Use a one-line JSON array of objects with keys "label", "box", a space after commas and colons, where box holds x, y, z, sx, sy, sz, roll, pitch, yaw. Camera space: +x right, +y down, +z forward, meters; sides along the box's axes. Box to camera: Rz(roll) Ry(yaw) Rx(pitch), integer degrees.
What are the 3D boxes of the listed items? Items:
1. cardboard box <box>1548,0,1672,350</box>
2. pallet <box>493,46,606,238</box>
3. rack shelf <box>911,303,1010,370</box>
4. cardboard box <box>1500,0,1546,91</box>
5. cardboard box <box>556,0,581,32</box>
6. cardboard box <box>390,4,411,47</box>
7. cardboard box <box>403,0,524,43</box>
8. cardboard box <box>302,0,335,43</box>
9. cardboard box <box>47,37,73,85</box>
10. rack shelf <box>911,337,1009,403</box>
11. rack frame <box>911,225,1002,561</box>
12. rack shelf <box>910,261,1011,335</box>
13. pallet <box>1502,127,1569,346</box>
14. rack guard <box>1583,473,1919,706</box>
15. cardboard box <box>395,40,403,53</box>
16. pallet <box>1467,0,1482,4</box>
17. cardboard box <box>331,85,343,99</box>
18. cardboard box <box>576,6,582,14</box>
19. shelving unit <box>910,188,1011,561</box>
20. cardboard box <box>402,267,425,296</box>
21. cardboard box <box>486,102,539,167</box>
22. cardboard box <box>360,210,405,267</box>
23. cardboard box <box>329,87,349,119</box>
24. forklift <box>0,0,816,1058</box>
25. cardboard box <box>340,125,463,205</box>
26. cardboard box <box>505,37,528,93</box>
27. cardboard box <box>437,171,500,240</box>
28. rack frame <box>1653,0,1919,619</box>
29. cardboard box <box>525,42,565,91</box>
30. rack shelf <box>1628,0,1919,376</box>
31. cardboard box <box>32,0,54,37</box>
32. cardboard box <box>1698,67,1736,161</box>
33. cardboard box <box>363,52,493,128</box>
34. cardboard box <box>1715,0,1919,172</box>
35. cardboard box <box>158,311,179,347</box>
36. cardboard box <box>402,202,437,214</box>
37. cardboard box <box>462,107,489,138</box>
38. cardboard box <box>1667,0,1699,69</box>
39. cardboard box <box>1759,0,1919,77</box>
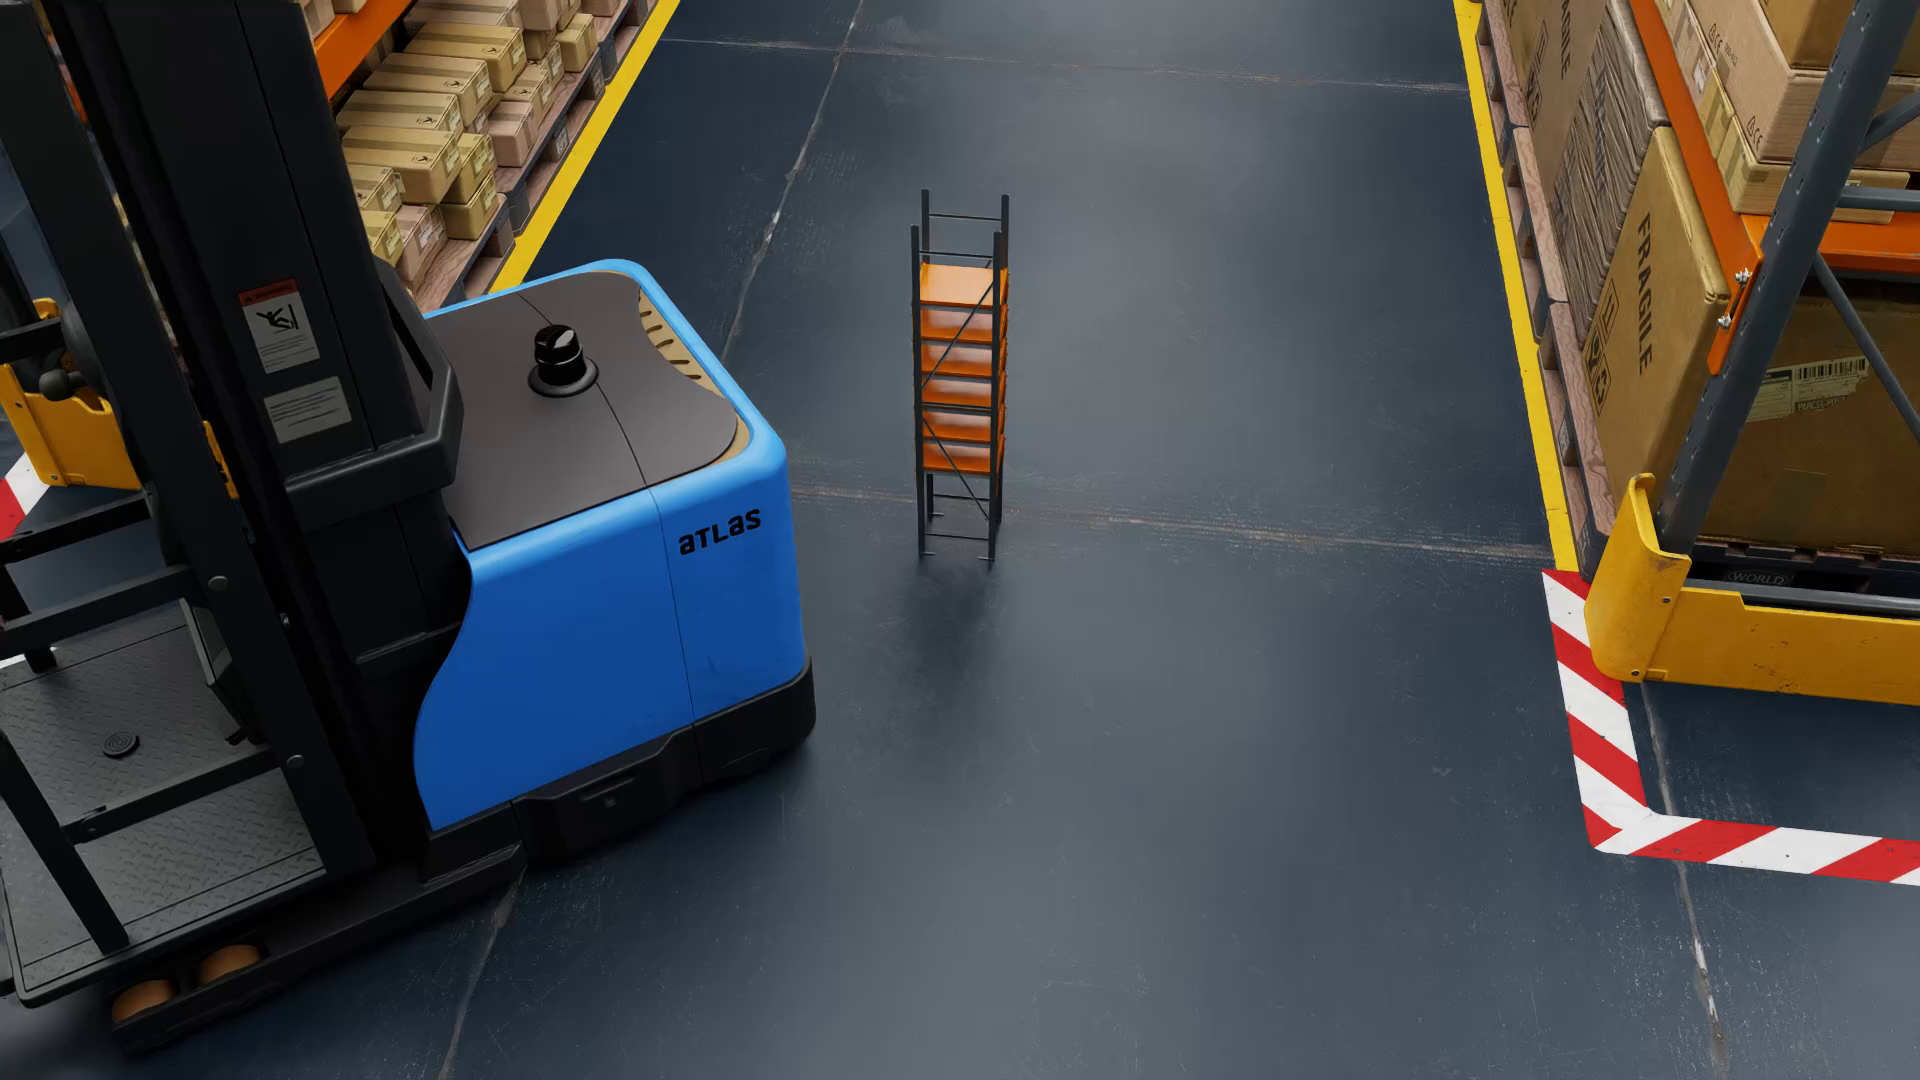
[{"label": "cardboard box", "box": [2.579, -1.212, 5.588, 0.875, 0.875, 0.875, 5, 44, 6]}, {"label": "pallet", "box": [-2.133, -1.706, 6.898, 1.003, 0.211, 1.213, 5, 44, 6]}, {"label": "rack shelf", "box": [0.002, -0.588, 4.713, 0.258, 0.103, 0.180, 5, 44, 6]}, {"label": "cardboard box", "box": [2.816, -2.432, 6.877, 0.875, 0.875, 0.875, 5, 44, 6]}, {"label": "cardboard box", "box": [-1.833, -2.288, 7.036, 0.380, 0.149, 0.250, 6, 44, 7]}, {"label": "cardboard box", "box": [-2.403, -2.068, 6.587, 0.380, 0.149, 0.250, 5, 44, 6]}, {"label": "cardboard box", "box": [-1.950, -2.025, 6.543, 0.380, 0.149, 0.250, 5, 44, 6]}, {"label": "cardboard box", "box": [-2.089, -1.564, 4.903, 0.380, 0.149, 0.250, 7, 44, 7]}, {"label": "cardboard box", "box": [-2.686, -1.444, 4.776, 0.380, 0.149, 0.250, 5, 44, 6]}, {"label": "rack shelf", "box": [0.002, -0.500, 4.796, 0.258, 0.103, 0.180, 5, 44, 6]}, {"label": "rack frame", "box": [-0.010, -0.383, 4.782, 0.240, 1.200, 0.006, 5, 44, 6]}, {"label": "rack shelf", "box": [0.002, -0.675, 4.631, 0.258, 0.103, 0.180, 5, 44, 6]}, {"label": "pallet", "box": [2.646, -1.136, 6.296, 1.003, 0.211, 1.213, 5, 44, 6]}, {"label": "rack guard", "box": [2.451, 0.157, 4.721, 1.175, 0.500, 0.348, 5, 44, 6]}, {"label": "cardboard box", "box": [-2.479, -1.970, 6.700, 0.380, 0.149, 0.250, 6, 44, 6]}, {"label": "pallet", "box": [3.010, -3.014, 8.279, 1.003, 0.211, 1.213, 5, 44, 6]}, {"label": "cardboard box", "box": [-2.555, -1.717, 6.217, 0.380, 0.149, 0.250, 7, 44, 7]}, {"label": "cardboard box", "box": [-1.878, -2.308, 7.274, 0.380, 0.149, 0.250, 4, 44, 4]}, {"label": "shelving unit", "box": [0.002, -0.446, 4.848, 0.258, 1.200, 0.189, 5, 44, 6]}, {"label": "cardboard box", "box": [-2.109, -0.918, 5.806, 0.380, 0.149, 0.250, 5, 44, 5]}, {"label": "cardboard box", "box": [-1.882, -1.597, 6.523, 0.380, 0.149, 0.250, 3, 44, 3]}, {"label": "cardboard box", "box": [-2.043, -0.947, 5.403, 0.380, 0.149, 0.250, 3, 44, 4]}, {"label": "cardboard box", "box": [-2.540, -1.606, 6.317, 0.380, 0.149, 0.250, 6, 44, 6]}, {"label": "forklift", "box": [-1.932, -0.273, 3.407, 3.031, 2.935, 1.130, -22, 48, -22]}, {"label": "cardboard box", "box": [-1.966, -1.305, 5.782, 0.380, 0.149, 0.250, 5, 44, 5]}, {"label": "cardboard box", "box": [-1.966, -1.929, 6.657, 0.380, 0.149, 0.250, 7, 44, 7]}, {"label": "cardboard box", "box": [-1.941, -1.252, 6.159, 0.380, 0.149, 0.250, 6, 44, 6]}, {"label": "rack frame", "box": [2.454, -0.767, 3.879, 1.000, 3.000, 0.127, 5, 44, 6]}, {"label": "cardboard box", "box": [-1.872, -1.955, 6.901, 0.380, 0.149, 0.250, 6, 44, 6]}, {"label": "rack shelf", "box": [2.718, -1.869, 5.566, 1.077, 0.370, 4.000, 5, 44, 6]}, {"label": "cardboard box", "box": [-2.645, -1.761, 4.639, 0.500, 0.500, 0.500, 6, 44, 6]}, {"label": "cardboard box", "box": [2.207, -1.126, 4.440, 0.380, 0.149, 0.250, 6, 44, 6]}, {"label": "cardboard box", "box": [-1.969, -1.670, 6.168, 0.380, 0.149, 0.250, 7, 44, 7]}, {"label": "cardboard box", "box": [2.255, -1.175, 4.202, 0.500, 0.250, 0.500, 5, 44, 5]}, {"label": "cardboard box", "box": [-2.586, -0.782, 5.662, 0.380, 0.149, 0.250, 6, 44, 6]}, {"label": "cardboard box", "box": [-2.089, -1.202, 5.890, 0.380, 0.149, 0.250, 6, 44, 6]}, {"label": "cardboard box", "box": [-2.006, -1.557, 6.264, 0.380, 0.149, 0.250, 3, 44, 3]}, {"label": "cardboard box", "box": [2.276, -1.468, 4.801, 0.380, 0.149, 0.250, 6, 44, 6]}, {"label": "cardboard box", "box": [2.258, -1.449, 3.946, 0.500, 0.500, 0.500, 6, 44, 6]}]
